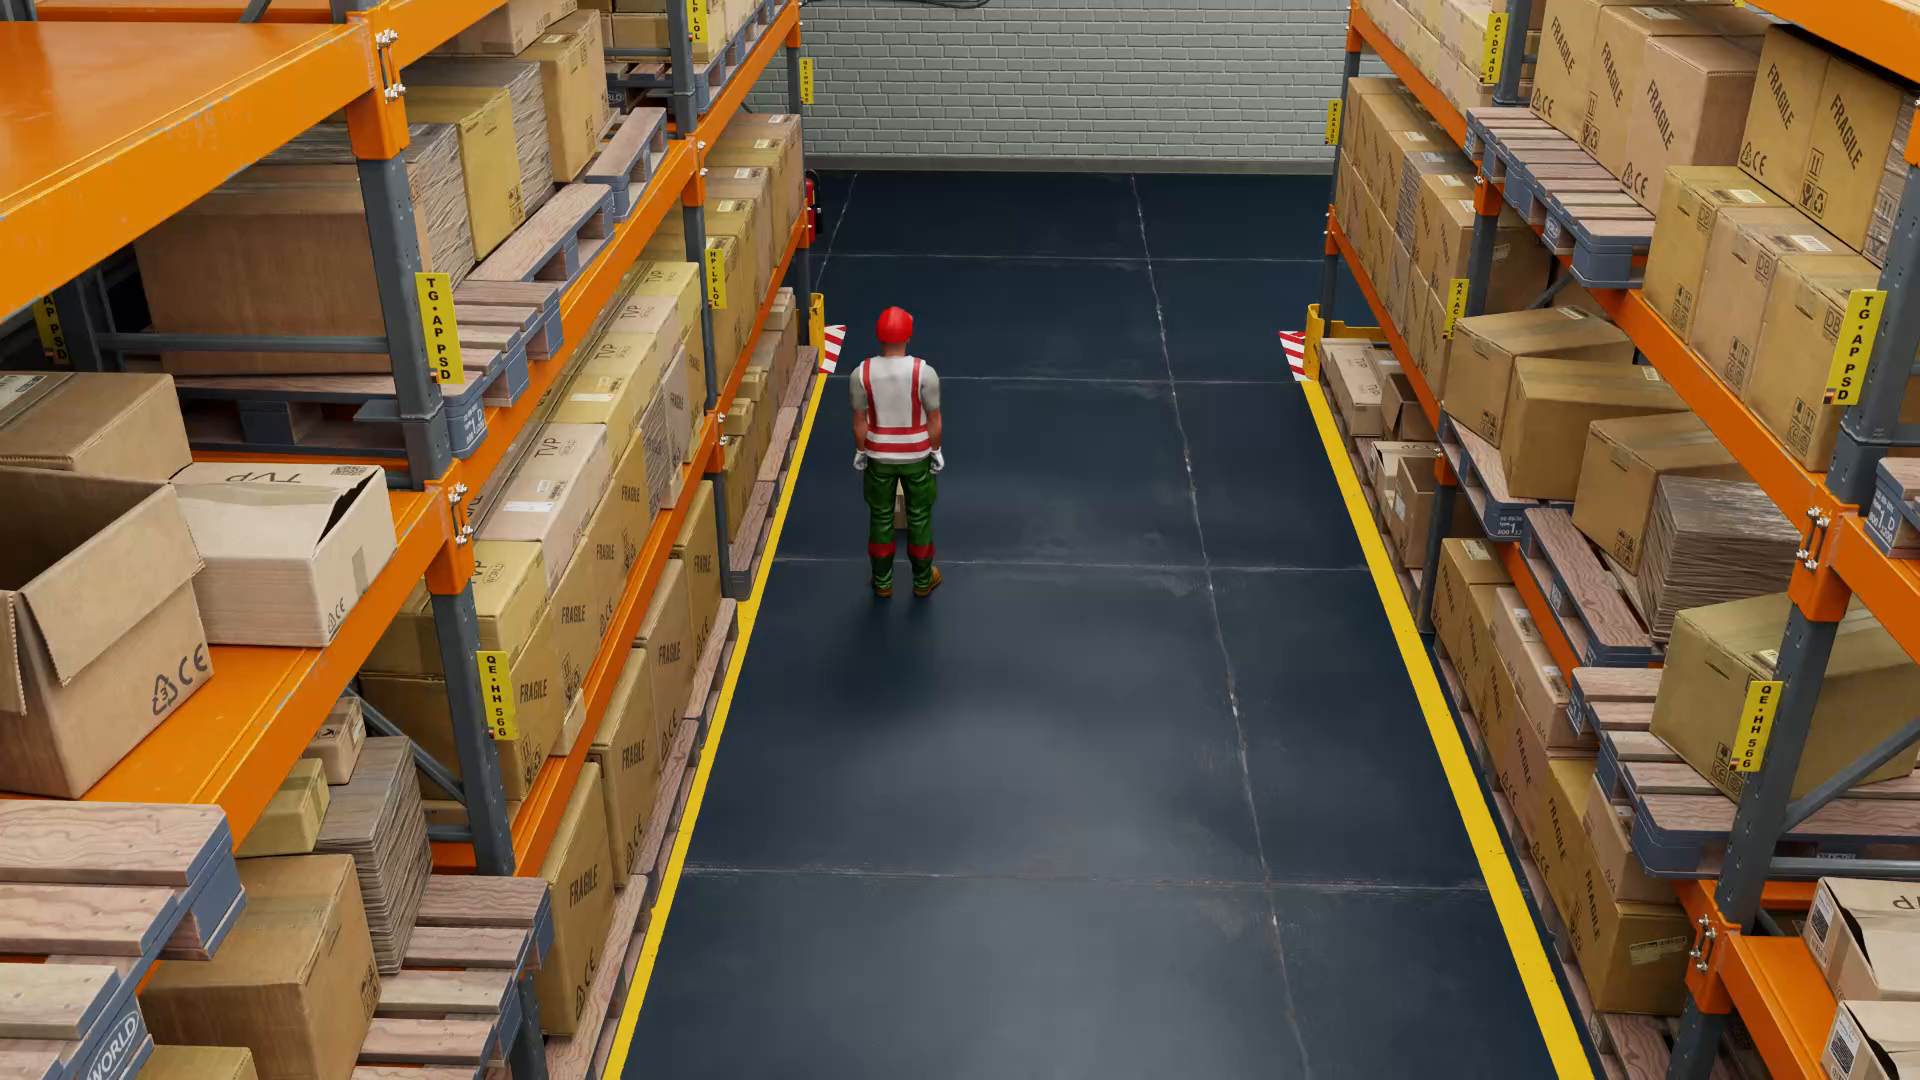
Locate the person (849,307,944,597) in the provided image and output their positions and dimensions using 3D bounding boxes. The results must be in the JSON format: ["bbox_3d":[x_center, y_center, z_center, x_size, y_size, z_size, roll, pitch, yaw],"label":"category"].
[{"bbox_3d":[-0.349,-0.500,9.544,0.524,1.794,0.386,1,28,3],"label":"person"}]
